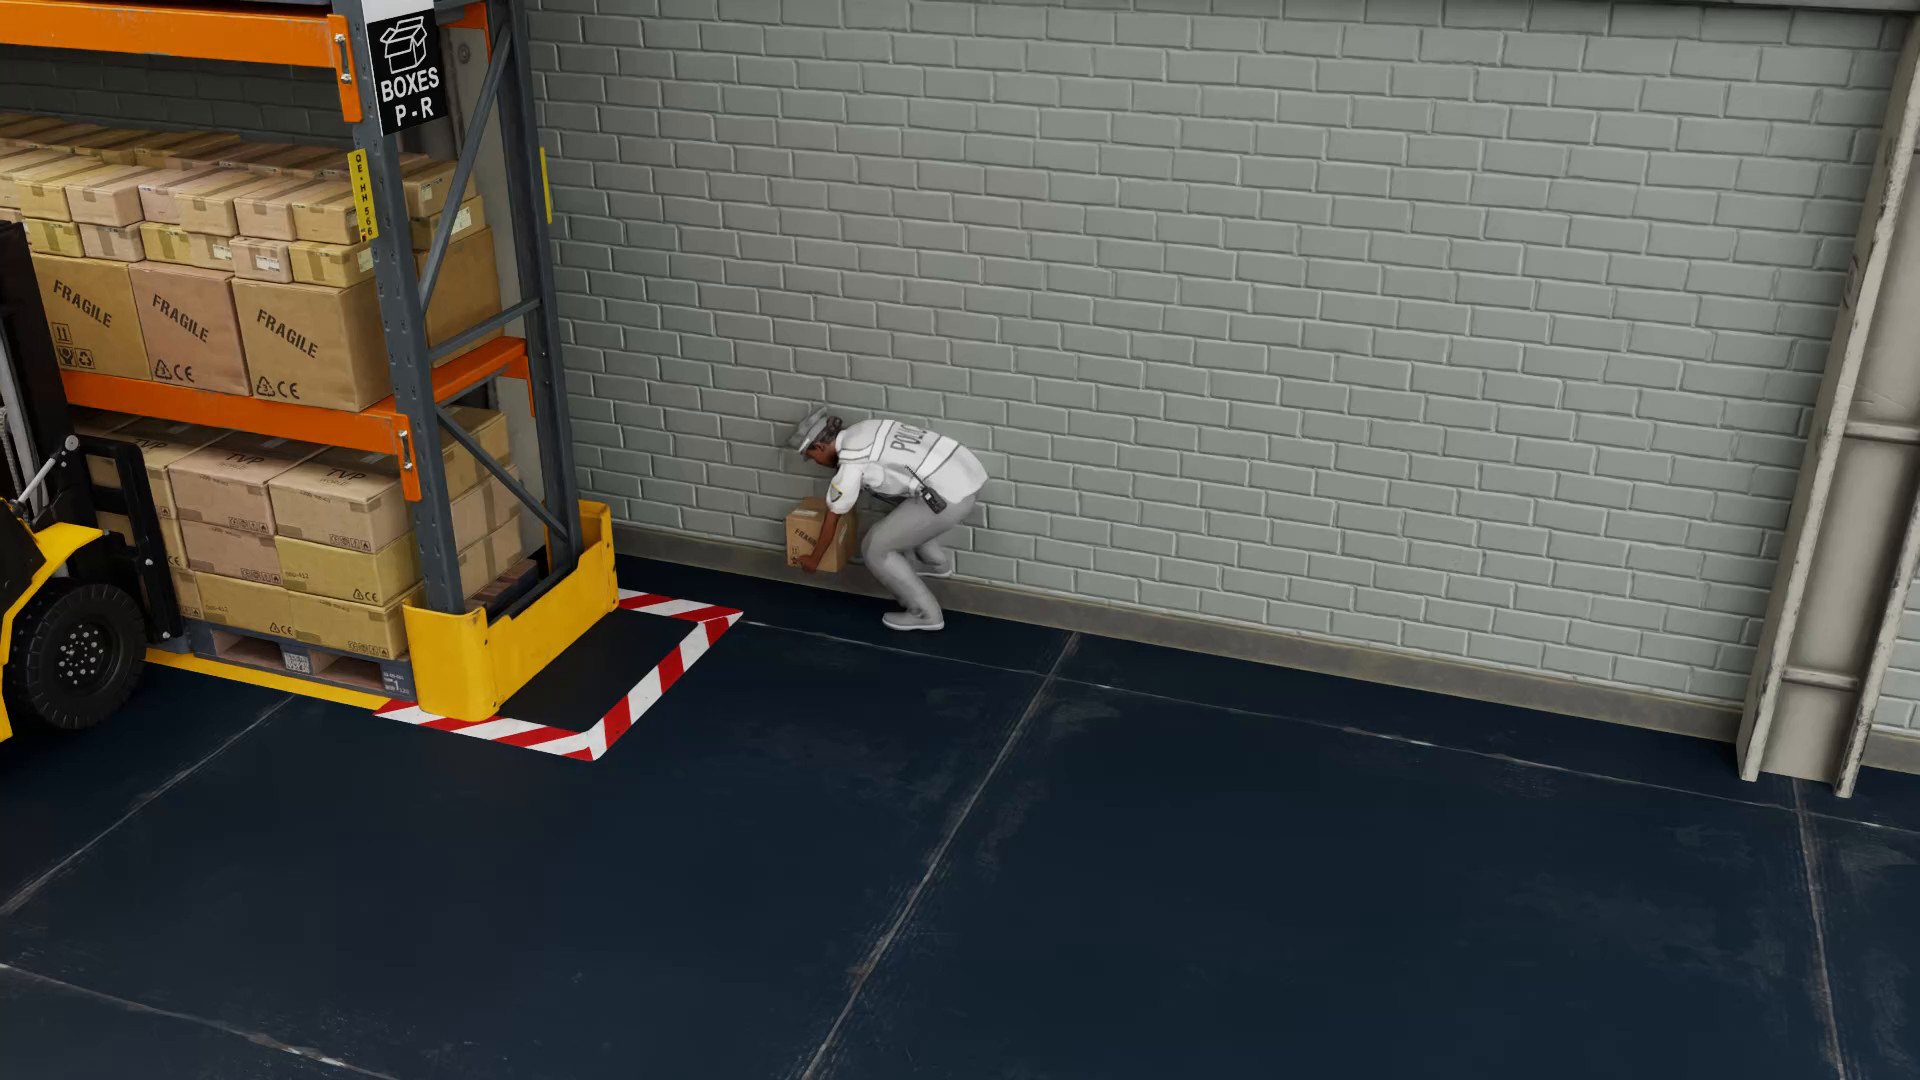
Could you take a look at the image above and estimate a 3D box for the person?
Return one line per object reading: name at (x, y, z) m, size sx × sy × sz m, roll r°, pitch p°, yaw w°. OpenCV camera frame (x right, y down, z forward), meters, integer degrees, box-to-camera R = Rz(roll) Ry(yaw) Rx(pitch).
person at (-0.339, -0.116, 7.626) m, size 0.928 × 0.990 × 0.479 m, roll 8°, pitch 27°, yaw 15°
